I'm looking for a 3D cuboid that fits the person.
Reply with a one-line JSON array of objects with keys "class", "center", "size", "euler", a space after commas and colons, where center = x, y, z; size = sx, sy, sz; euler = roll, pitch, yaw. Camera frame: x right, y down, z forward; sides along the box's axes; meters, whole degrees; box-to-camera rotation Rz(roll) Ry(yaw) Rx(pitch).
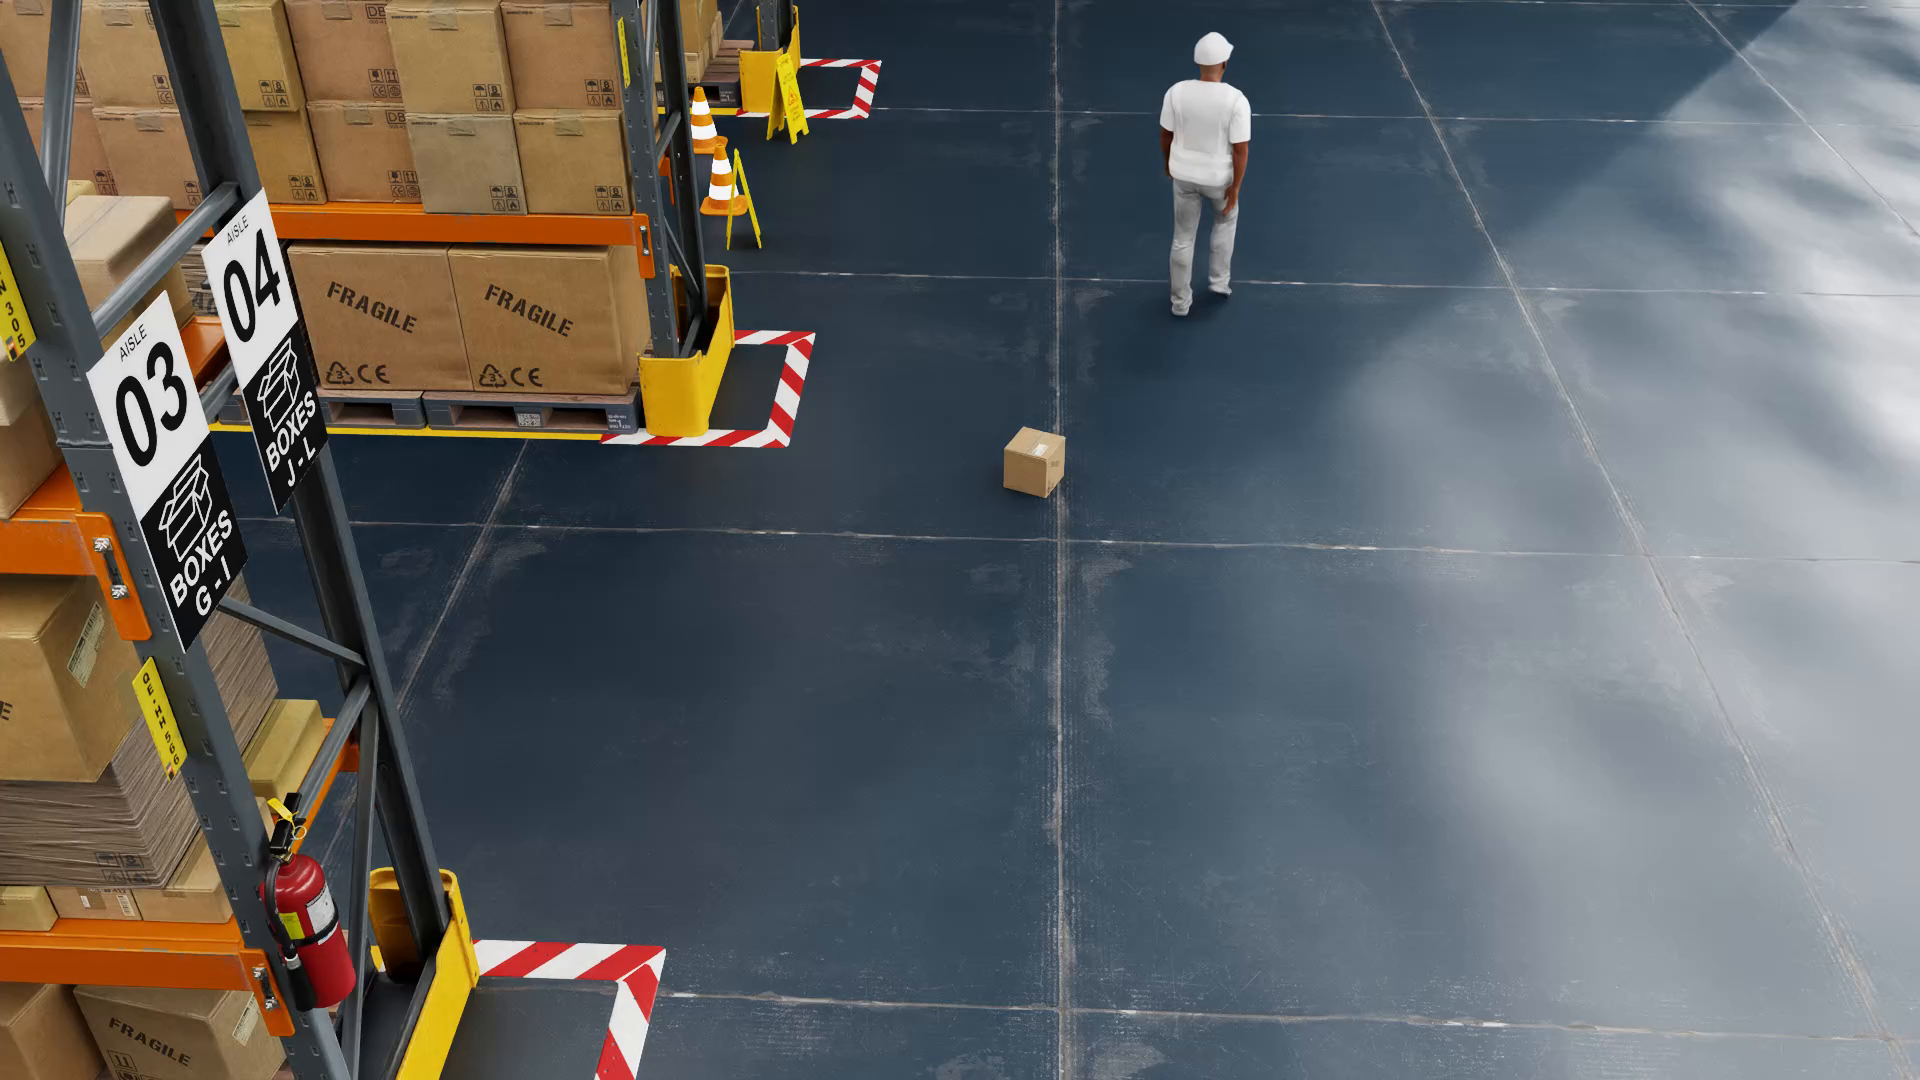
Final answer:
[{"class": "person", "center": [1.508, -2.250, 10.278], "size": [0.573, 1.829, 0.615], "euler": [12, 37, 16]}]
